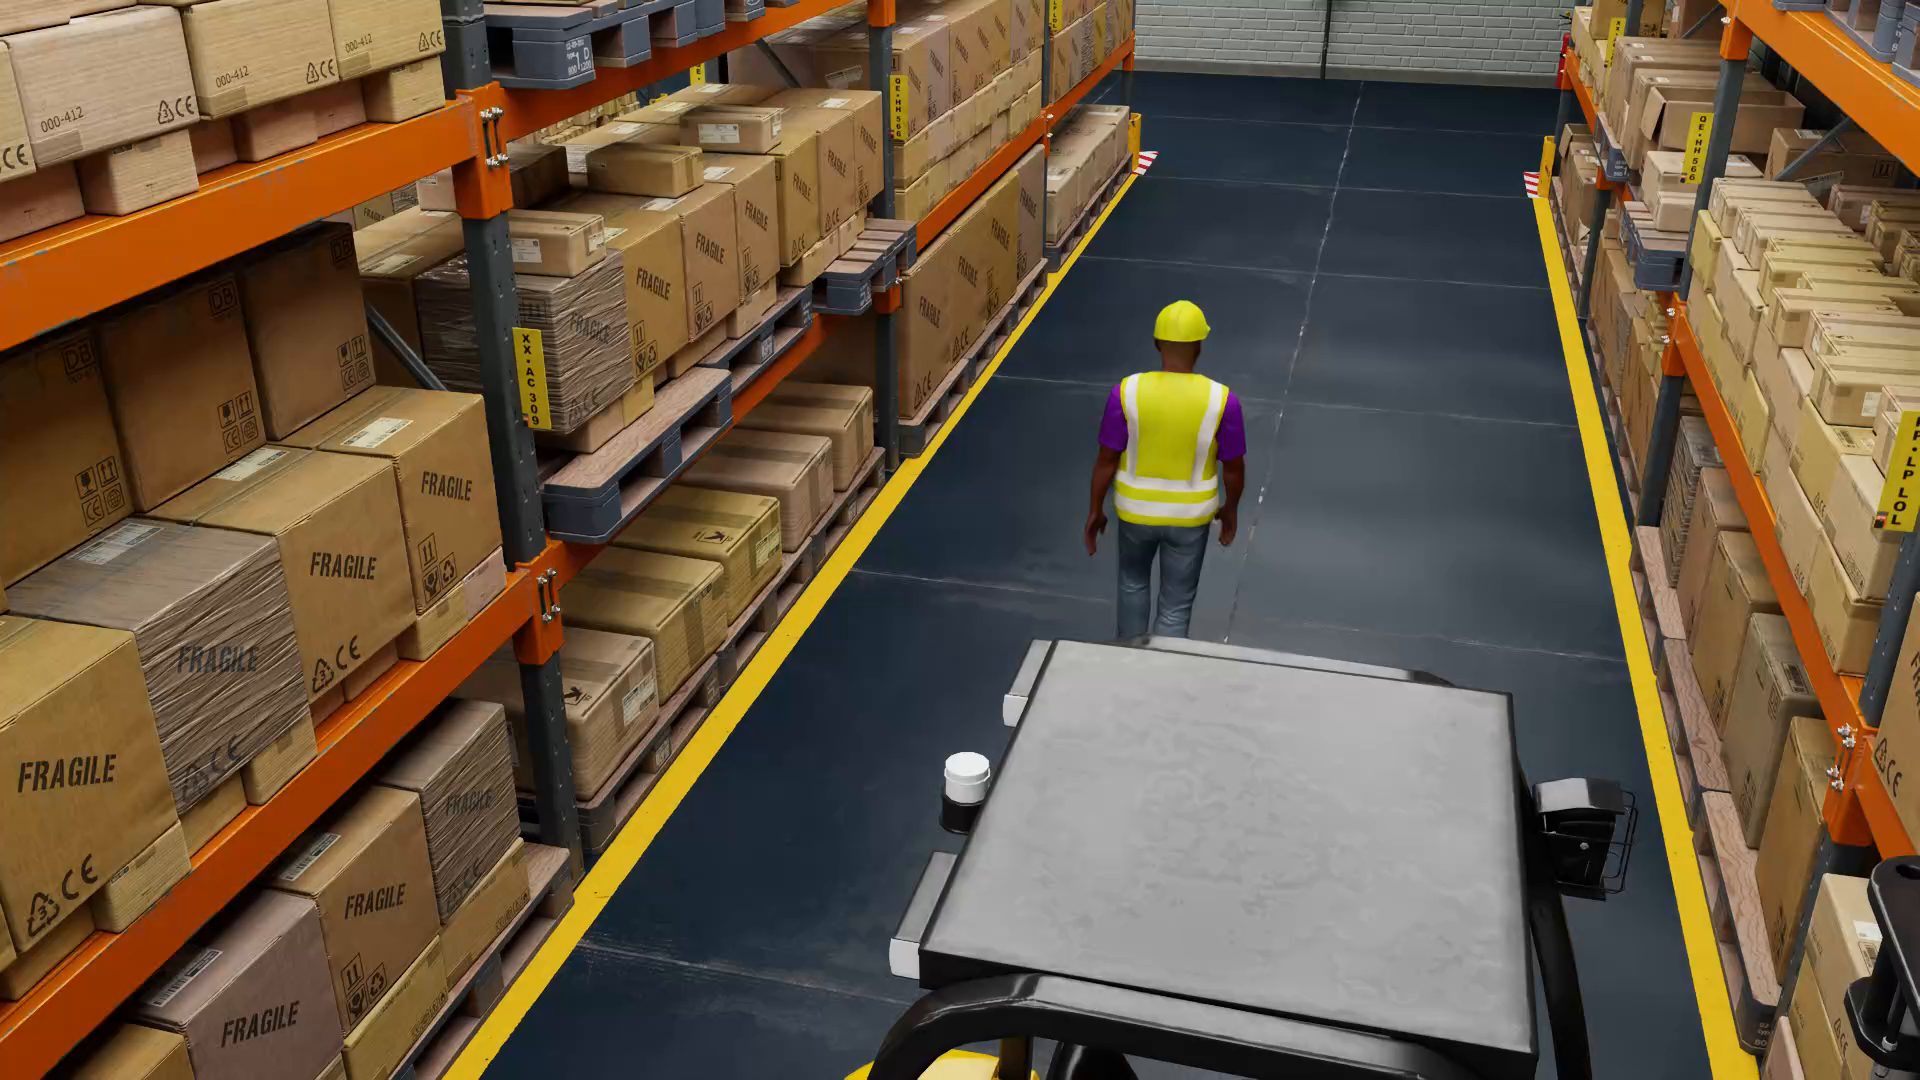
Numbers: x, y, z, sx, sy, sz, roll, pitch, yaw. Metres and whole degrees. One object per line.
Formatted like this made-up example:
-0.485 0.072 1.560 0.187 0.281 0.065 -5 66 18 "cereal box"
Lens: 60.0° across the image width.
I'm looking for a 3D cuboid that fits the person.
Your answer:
0.842 -0.092 6.821 0.620 1.832 0.596 6 26 13 "person"
